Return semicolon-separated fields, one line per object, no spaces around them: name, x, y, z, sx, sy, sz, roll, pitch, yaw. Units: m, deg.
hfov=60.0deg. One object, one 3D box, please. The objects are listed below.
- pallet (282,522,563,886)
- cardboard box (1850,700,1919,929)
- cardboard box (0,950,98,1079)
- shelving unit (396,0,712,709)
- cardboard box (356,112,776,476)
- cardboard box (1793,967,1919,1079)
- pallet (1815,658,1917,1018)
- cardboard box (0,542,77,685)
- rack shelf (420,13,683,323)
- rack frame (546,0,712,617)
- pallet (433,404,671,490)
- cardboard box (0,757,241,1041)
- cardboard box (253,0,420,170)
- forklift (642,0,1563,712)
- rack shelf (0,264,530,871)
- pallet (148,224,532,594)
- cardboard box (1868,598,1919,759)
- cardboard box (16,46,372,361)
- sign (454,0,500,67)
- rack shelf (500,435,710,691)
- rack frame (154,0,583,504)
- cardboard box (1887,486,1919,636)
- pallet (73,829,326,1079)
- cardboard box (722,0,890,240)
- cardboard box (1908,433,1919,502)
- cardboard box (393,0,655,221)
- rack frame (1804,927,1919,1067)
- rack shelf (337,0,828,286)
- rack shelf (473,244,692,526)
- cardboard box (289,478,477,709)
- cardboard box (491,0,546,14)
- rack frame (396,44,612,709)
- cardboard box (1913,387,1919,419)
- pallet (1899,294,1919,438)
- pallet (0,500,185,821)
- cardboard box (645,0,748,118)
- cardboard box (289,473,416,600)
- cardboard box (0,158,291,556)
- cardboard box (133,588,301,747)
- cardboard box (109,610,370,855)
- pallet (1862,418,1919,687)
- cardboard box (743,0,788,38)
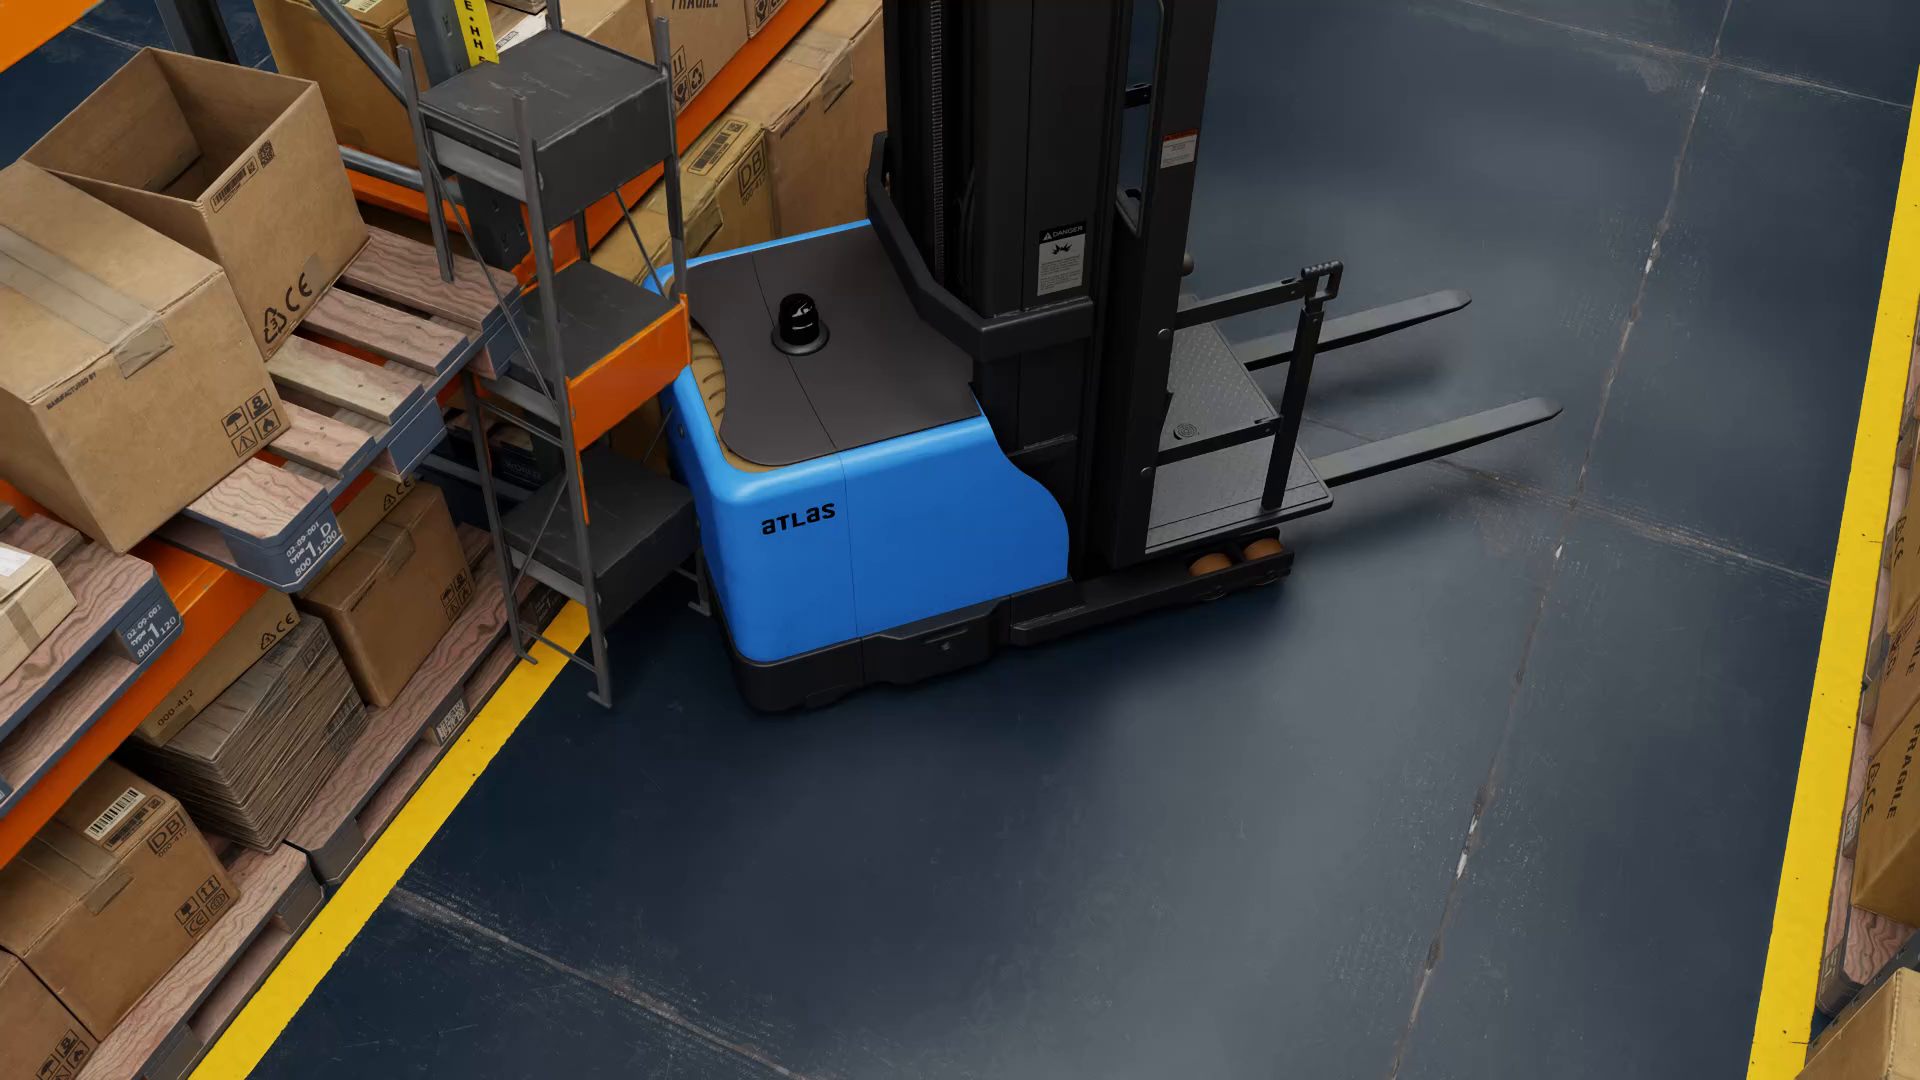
pallet;-2.025;0.382;5.286;1.003;0.211;1.213;20;52;16
cardboard box;2.796;0.760;4.499;0.500;0.500;0.500;20;52;16
cardboard box;-2.658;1.239;4.078;0.700;0.500;0.500;16;51;13
shelving unit;-1.072;-0.454;4.704;0.431;2.100;0.503;26;48;22
cardboard box;-1.376;-0.975;5.729;1.225;0.875;0.875;18;52;14
cardboard box;2.410;1.607;3.614;1.050;0.750;0.750;19;52;16
pallet;3.087;0.990;4.769;1.003;0.211;1.213;20;52;16
cardboard box;-2.158;0.085;3.521;0.396;0.266;0.258;18;52;15
rack shelf;-1.036;-0.951;4.231;0.431;0.518;0.480;26;48;22
rack frame;-0.938;-0.590;4.856;0.400;2.100;0.015;26;48;22
pallet;-1.285;-0.674;6.185;1.003;0.211;1.213;20;52;16
cardboard box;-2.420;0.855;4.405;0.700;0.500;0.500;24;54;19
cardboard box;-1.703;-1.512;5.001;0.500;0.500;0.500;21;53;17
forklift;0.588;-1.112;4.772;3.031;2.935;1.130;-15;51;-13
rack shelf;-2.544;0.551;3.784;1.077;0.370;4.000;20;52;16
pallet;-1.898;-0.471;4.308;1.213;0.211;1.003;20;52;16
cardboard box;3.021;0.404;4.802;0.500;0.500;0.500;22;53;18
cardboard box;-1.885;-0.843;4.156;0.500;0.500;0.500;14;51;12
sign;-1.195;-1.239;4.126;0.100;0.325;0.005;20;52;16
rack shelf;-1.109;0.063;5.194;0.431;0.518;0.480;26;48;22
rack frame;-1.690;-1.059;4.682;1.000;3.000;0.127;20;52;16
cardboard box;3.233;0.034;5.117;0.500;0.500;0.500;18;52;14
pallet;-2.548;1.219;4.574;1.003;0.211;1.213;20;52;16
cardboard box;-0.989;-1.586;6.250;1.225;0.875;0.875;20;52;16
cardboard box;3.469;-0.304;5.404;0.500;0.500;0.500;21;53;17
cardboard box;-1.236;-1.338;4.853;0.500;0.500;0.500;21;53;17
rack frame;2.751;0.624;3.249;1.000;3.000;0.127;20;52;16
rack shelf;-0.836;-2.203;6.127;1.077;0.370;4.000;20;52;16
rack shelf;-1.072;-0.444;4.713;0.431;0.518;0.480;26;48;22
cardboard box;-1.958;0.076;5.068;0.700;0.500;0.500;17;52;14
cardboard box;-1.363;-1.915;4.685;0.797;0.503;0.637;21;53;17
rack frame;-1.205;-0.318;4.551;0.400;2.100;0.015;26;48;22
cardboard box;3.680;-0.669;5.715;0.500;0.500;0.500;22;53;18
pallet;4.129;-0.690;6.198;1.003;0.211;1.213;20;52;16
pallet;-2.499;0.380;3.583;1.003;0.211;1.213;20;52;16
cardboard box;-1.018;-1.693;5.156;0.500;0.500;0.500;19;52;15
cardboard box;-1.949;-0.163;4.780;0.500;0.250;0.500;22;53;18
cardboard box;-2.033;-0.426;3.801;0.700;0.500;0.500;27;55;21
cardboard box;-2.167;0.205;4.466;0.500;0.250;0.500;25;54;20
cardboard box;-2.184;0.462;4.739;0.700;0.500;0.500;16;51;13
pallet;3.609;0.153;5.481;1.003;0.211;1.213;20;52;16
cardboard box;-0.802;-2.047;5.457;0.500;0.500;0.500;19;52;15
